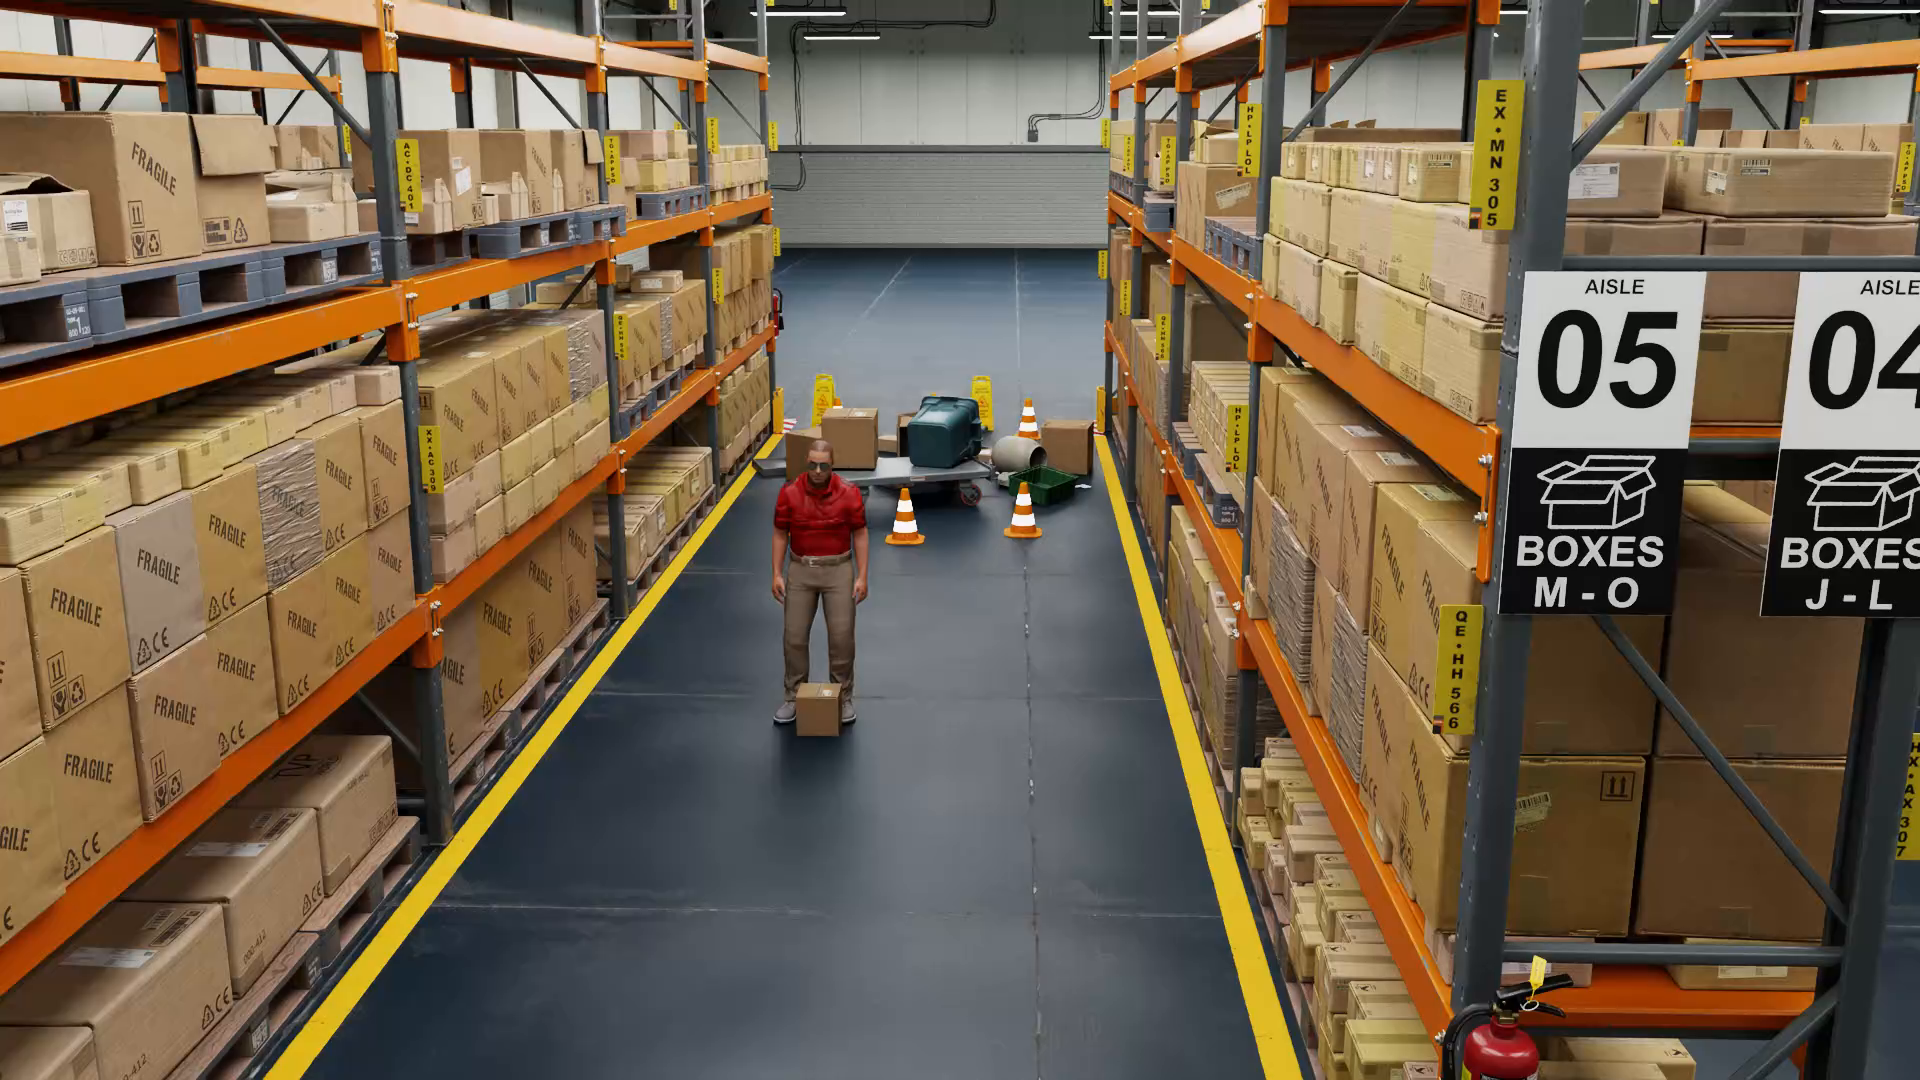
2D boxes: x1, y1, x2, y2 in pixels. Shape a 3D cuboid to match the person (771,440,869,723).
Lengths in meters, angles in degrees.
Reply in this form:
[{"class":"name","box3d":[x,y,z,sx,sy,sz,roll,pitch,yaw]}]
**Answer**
[{"class":"person","box3d":[-0.844,0.240,10.047,0.587,1.726,0.385,0,14,1]}]
